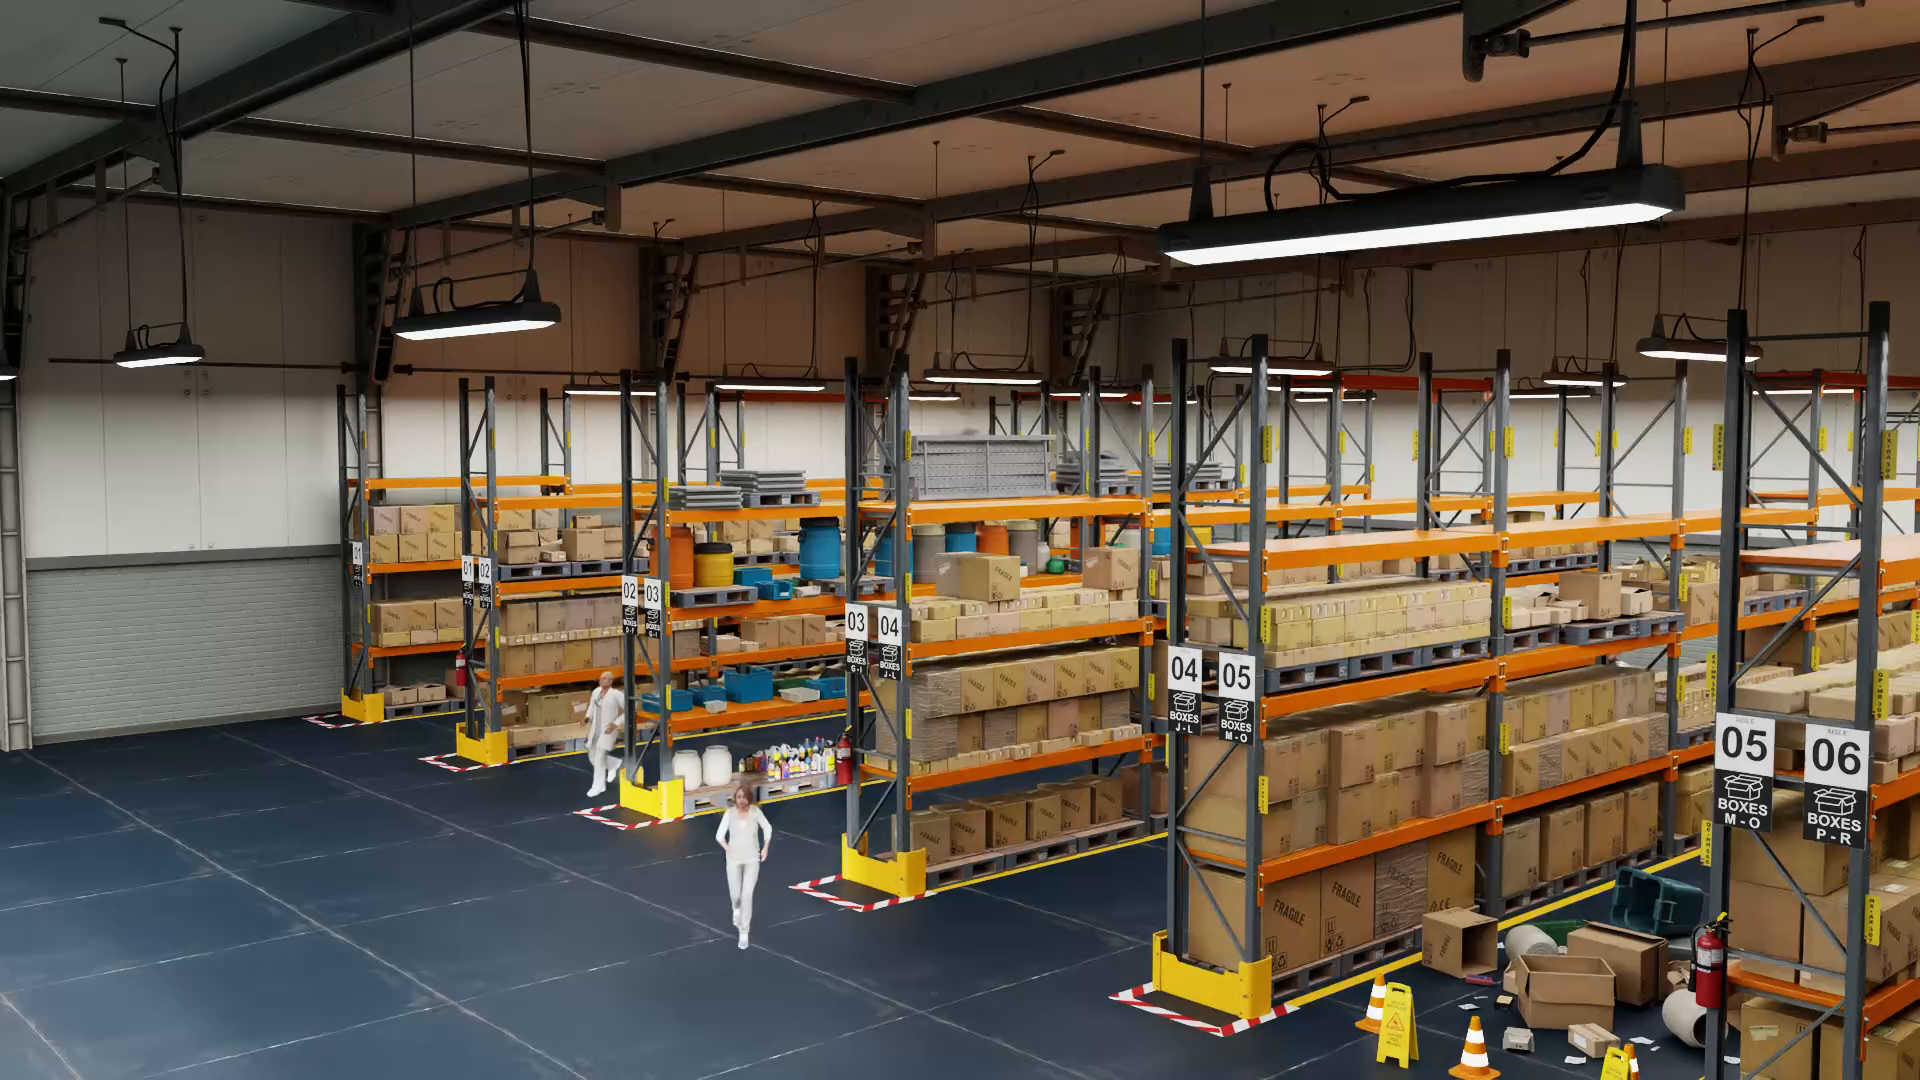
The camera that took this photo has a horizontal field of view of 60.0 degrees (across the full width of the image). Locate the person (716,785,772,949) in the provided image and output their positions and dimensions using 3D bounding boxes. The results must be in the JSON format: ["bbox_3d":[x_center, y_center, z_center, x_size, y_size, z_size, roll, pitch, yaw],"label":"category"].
[{"bbox_3d":[-2.191,3.269,16.907,0.565,1.600,0.722,0,4,-4],"label":"person"}]

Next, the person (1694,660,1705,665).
[{"bbox_3d":[11.292,2.667,25.298,0.970,1.687,0.576,-3,5,-39],"label":"person"}]

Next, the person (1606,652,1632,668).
[{"bbox_3d":[10.493,2.545,26.682,0.695,1.752,0.924,3,5,43],"label":"person"}]

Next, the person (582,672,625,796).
[{"bbox_3d":[-5.014,2.745,23.776,0.732,1.754,0.759,2,4,30],"label":"person"}]
